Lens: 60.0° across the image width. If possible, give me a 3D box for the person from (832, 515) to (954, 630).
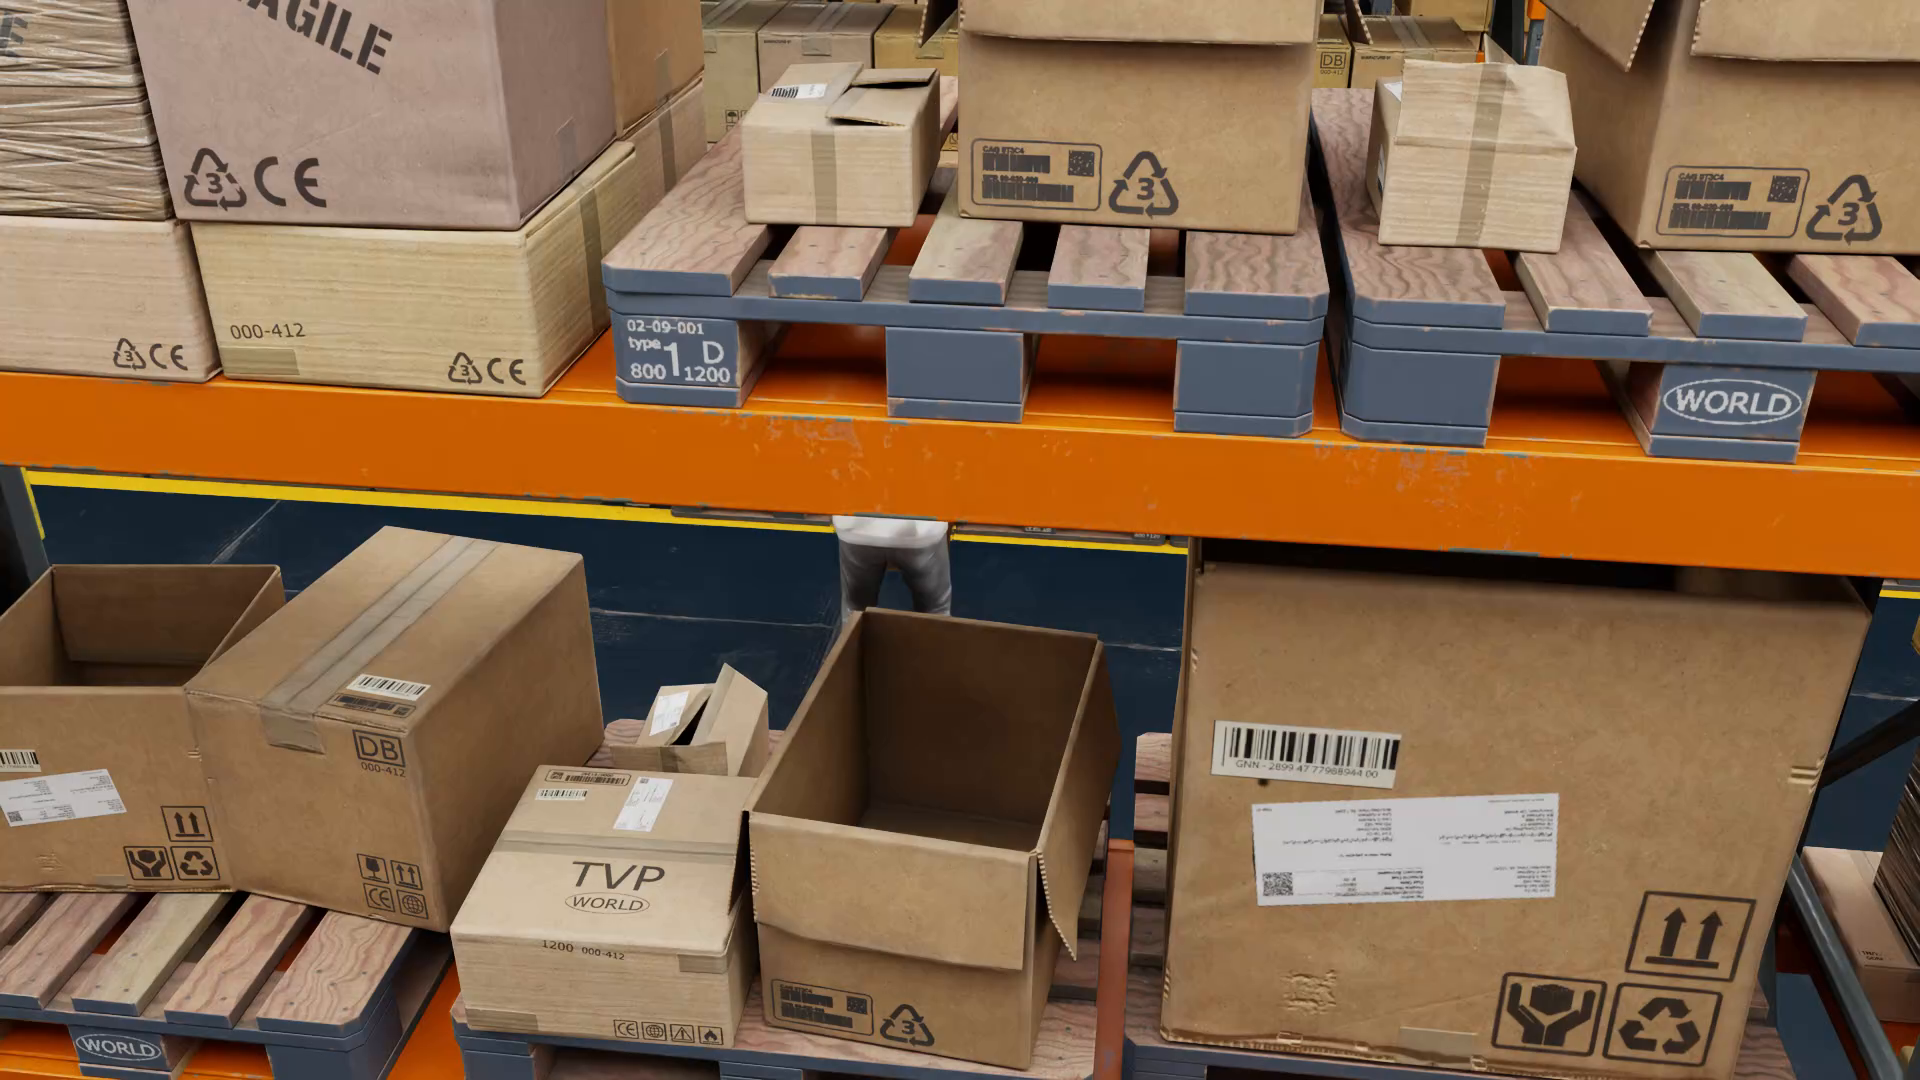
[{"bbox_3d":[-0.246,-0.036,6.527,0.475,1.420,0.886,3,28,5],"label":"person"}]
